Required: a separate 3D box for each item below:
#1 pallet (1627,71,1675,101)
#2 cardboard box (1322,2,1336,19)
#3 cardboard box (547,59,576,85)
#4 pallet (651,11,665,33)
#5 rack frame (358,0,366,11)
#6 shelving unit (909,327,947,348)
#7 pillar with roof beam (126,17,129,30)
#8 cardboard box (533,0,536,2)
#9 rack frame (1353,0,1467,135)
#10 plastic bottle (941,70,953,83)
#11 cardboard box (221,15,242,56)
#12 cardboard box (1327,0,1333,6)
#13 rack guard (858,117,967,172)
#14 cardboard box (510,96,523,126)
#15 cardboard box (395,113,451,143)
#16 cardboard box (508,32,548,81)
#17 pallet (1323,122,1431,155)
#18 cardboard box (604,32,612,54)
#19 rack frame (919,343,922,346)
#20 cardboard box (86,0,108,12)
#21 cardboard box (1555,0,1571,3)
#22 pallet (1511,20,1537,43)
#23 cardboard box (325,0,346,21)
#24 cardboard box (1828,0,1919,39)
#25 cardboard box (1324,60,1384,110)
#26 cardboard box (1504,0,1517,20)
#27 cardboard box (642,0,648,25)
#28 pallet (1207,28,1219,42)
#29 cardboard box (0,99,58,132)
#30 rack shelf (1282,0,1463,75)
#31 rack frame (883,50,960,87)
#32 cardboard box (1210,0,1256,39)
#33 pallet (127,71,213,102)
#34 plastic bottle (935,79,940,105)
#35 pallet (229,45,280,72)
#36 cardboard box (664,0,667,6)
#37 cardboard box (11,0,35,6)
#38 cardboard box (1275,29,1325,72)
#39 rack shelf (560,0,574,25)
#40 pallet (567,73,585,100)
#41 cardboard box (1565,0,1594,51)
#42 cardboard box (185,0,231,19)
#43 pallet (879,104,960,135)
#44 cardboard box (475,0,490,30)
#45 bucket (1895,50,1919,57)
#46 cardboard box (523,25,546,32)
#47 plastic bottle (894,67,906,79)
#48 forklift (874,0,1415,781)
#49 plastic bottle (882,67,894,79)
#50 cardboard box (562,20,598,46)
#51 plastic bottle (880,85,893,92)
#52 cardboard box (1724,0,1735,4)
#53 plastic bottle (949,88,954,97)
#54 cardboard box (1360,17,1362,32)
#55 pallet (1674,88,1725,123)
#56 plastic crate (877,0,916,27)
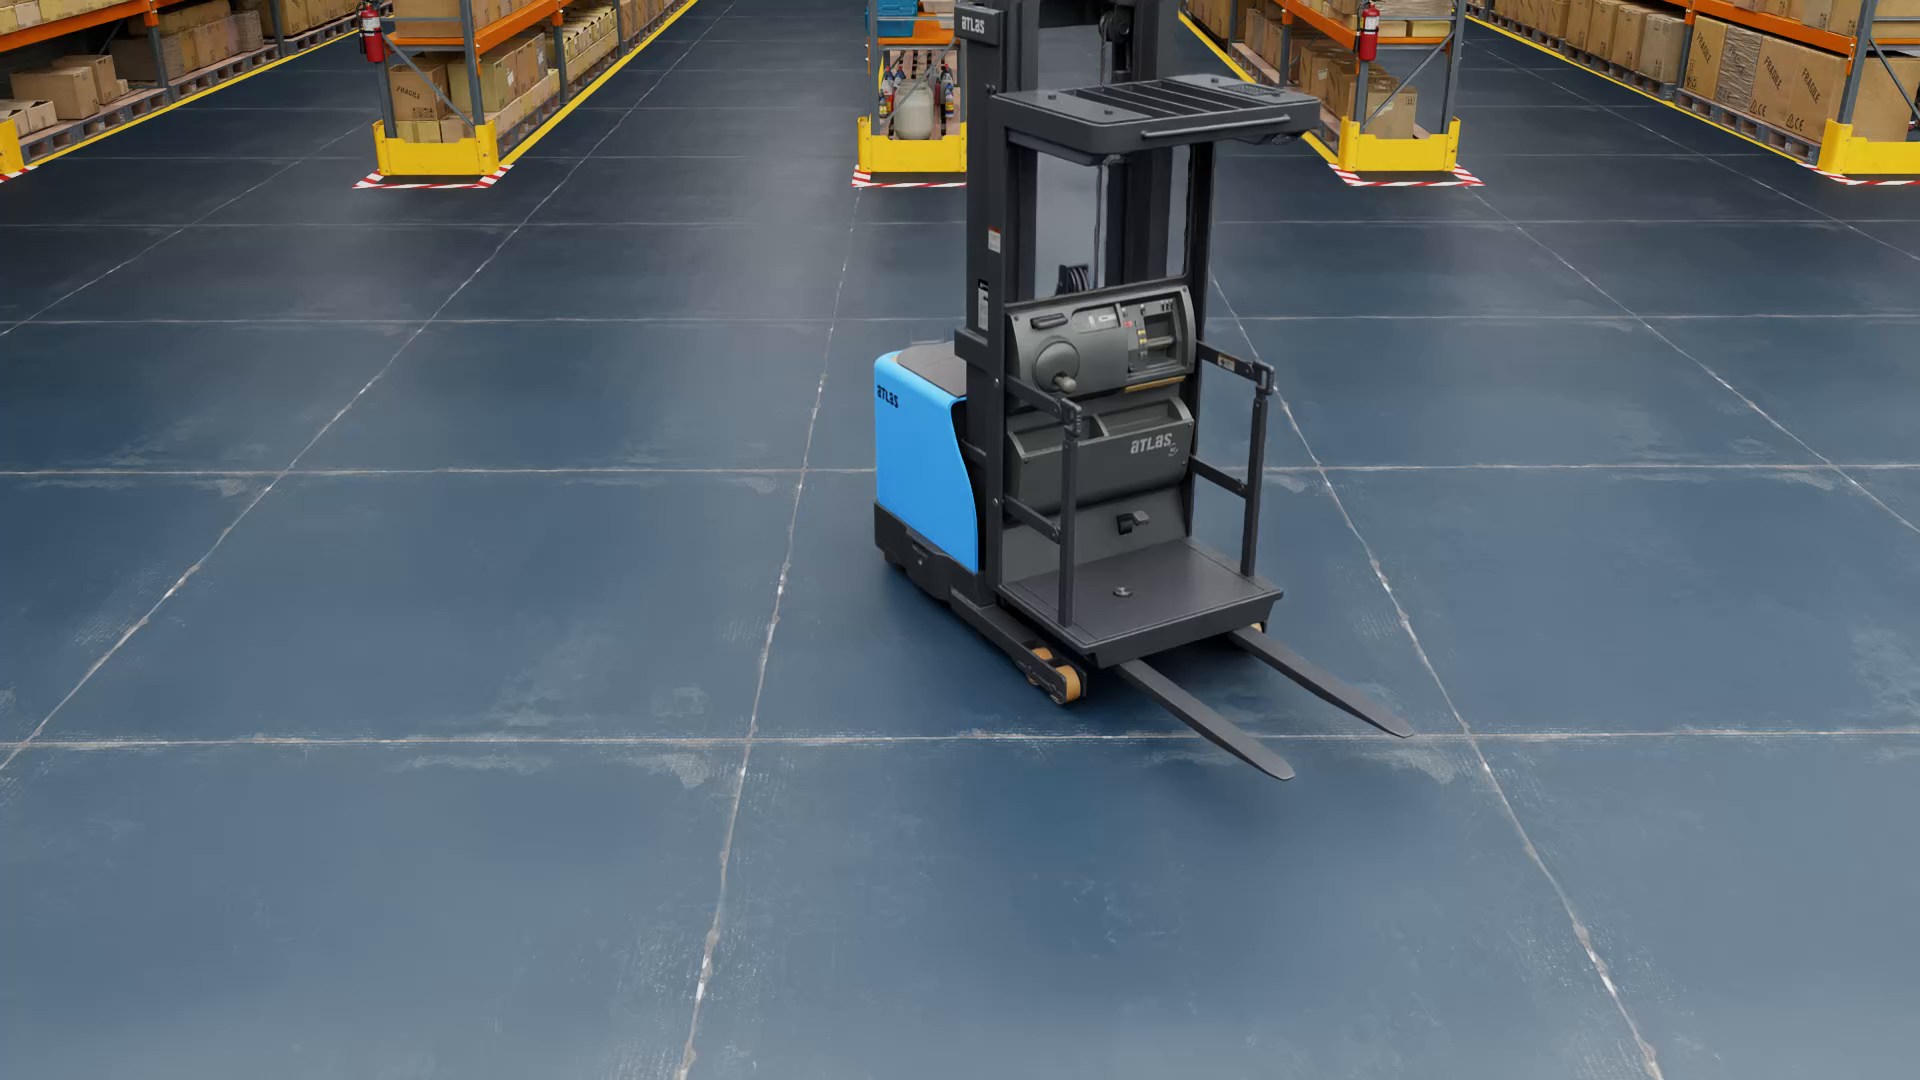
[{"bbox_3d":[9.375,-5.895,21.528,1.003,0.211,1.213,0,24,-1],"label":"pallet"},{"bbox_3d":[4.211,-5.839,18.325,0.380,0.149,0.250,0,24,-1],"label":"cardboard box"},{"bbox_3d":[-5.164,-5.930,21.049,0.500,0.250,0.500,-1,24,-2],"label":"cardboard box"},{"bbox_3d":[-5.448,-8.515,27.322,1.003,0.211,1.213,0,24,-1],"label":"pallet"},{"bbox_3d":[-10.448,-10.097,27.435,1.000,3.000,0.127,0,24,-1],"label":"rack frame"},{"bbox_3d":[-0.138,-0.572,8.741,0.215,1.050,0.252,-5,25,-12],"label":"shelving unit"},{"bbox_3d":[-6.950,-10.662,21.405,9.100,9.000,0.400,0,24,-1],"label":"pillar with roof beam"},{"bbox_3d":[-5.396,-6.687,19.775,0.700,0.500,0.500,-1,24,-2],"label":"cardboard box"},{"bbox_3d":[4.542,-5.219,16.650,1.000,3.000,0.127,0,24,-1],"label":"rack frame"},{"bbox_3d":[-0.153,-5.363,19.647,0.144,0.351,0.185,0,24,-1],"label":"plastic bottle"},{"bbox_3d":[-10.455,-7.001,23.090,0.700,0.500,0.500,0,24,-1],"label":"cardboard box"},{"bbox_3d":[4.476,-6.039,17.980,0.875,0.500,0.500,0,24,-1],"label":"cardboard box"},{"bbox_3d":[-0.458,-4.089,17.185,1.175,0.500,0.348,0,24,-1],"label":"rack guard"},{"bbox_3d":[-5.161,-4.749,18.437,0.500,0.250,0.500,0,24,-1],"label":"cardboard box"},{"bbox_3d":[-5.665,-4.334,17.521,0.500,0.250,0.500,0,24,-1],"label":"cardboard box"},{"bbox_3d":[-5.190,-5.709,19.649,0.500,0.500,0.500,0,24,-1],"label":"cardboard box"},{"bbox_3d":[4.568,-4.315,18.034,1.003,0.211,1.213,0,24,-1],"label":"pallet"},{"bbox_3d":[-5.192,-6.983,23.377,0.500,0.250,0.500,-1,24,-1],"label":"cardboard box"},{"bbox_3d":[-0.110,-0.523,8.633,0.200,1.050,0.008,-5,25,-12],"label":"rack frame"},{"bbox_3d":[-10.034,-6.135,18.833,0.500,0.250,0.500,0,24,-1],"label":"cardboard box"},{"bbox_3d":[9.146,-8.171,24.791,0.500,0.250,0.500,-1,24,-2],"label":"cardboard box"},{"bbox_3d":[9.398,-8.049,26.291,1.003,0.211,1.213,0,24,-1],"label":"pallet"},{"bbox_3d":[-10.298,-8.676,26.391,0.750,0.750,0.750,0,24,1],"label":"cardboard box"},{"bbox_3d":[9.454,-5.421,16.914,0.875,0.550,0.550,0,24,-1],"label":"cardboard box"},{"bbox_3d":[4.562,-5.263,19.272,0.500,0.500,0.500,-2,24,-5],"label":"cardboard box"},{"bbox_3d":[9.122,-8.673,26.811,0.500,0.500,0.500,1,24,2],"label":"cardboard box"},{"bbox_3d":[-5.193,-8.361,26.095,0.500,0.500,0.500,-1,24,-2],"label":"cardboard box"},{"bbox_3d":[4.511,-8.072,26.341,1.003,0.211,1.213,0,24,-1],"label":"pallet"},{"bbox_3d":[-10.241,-4.648,18.116,0.500,0.311,0.500,2,24,4],"label":"cardboard box"},{"bbox_3d":[4.520,-5.716,18.620,1.077,0.370,4.000,0,24,-1],"label":"rack shelf"},{"bbox_3d":[-0.454,-6.845,20.245,1.000,3.000,0.127,0,24,-1],"label":"rack frame"},{"bbox_3d":[4.468,-8.023,24.919,1.225,0.875,0.875,-1,24,-3],"label":"cardboard box"},{"bbox_3d":[-10.371,-5.851,21.431,1.003,0.211,1.213,0,24,-1],"label":"pallet"},{"bbox_3d":[-0.262,-5.264,19.512,0.061,0.283,0.133,0,24,-1],"label":"plastic bottle"},{"bbox_3d":[-10.397,-6.856,23.654,1.003,0.211,1.213,0,24,-1],"label":"pallet"},{"bbox_3d":[-5.283,-9.270,28.336,0.500,0.311,0.500,0,24,-1],"label":"cardboard box"},{"bbox_3d":[-10.017,-5.837,17.263,0.500,0.500,0.500,0,24,0],"label":"cardboard box"},{"bbox_3d":[4.527,-6.379,21.713,0.700,0.500,0.500,0,24,-1],"label":"cardboard box"},{"bbox_3d":[-5.429,-7.321,22.170,1.077,0.370,4.000,0,24,-1],"label":"rack shelf"},{"bbox_3d":[-5.454,-5.857,21.445,1.003,0.211,1.213,0,24,-1],"label":"pallet"},{"bbox_3d":[9.332,-7.411,23.717,1.050,0.750,0.750,-1,24,-1],"label":"cardboard box"},{"bbox_3d":[-10.401,-7.321,22.886,0.500,0.250,0.500,0,24,0],"label":"cardboard box"},{"bbox_3d":[-0.472,-4.794,19.093,1.003,0.211,1.213,0,24,-1],"label":"pallet"},{"bbox_3d":[-5.367,-5.631,17.438,0.700,0.500,0.500,0,24,1],"label":"cardboard box"},{"bbox_3d":[11.766,-6.004,20.512,0.726,0.611,0.620,8,16,18],"label":"bucket"},{"bbox_3d":[-5.713,-6.604,21.859,0.500,0.311,0.500,0,24,-1],"label":"cardboard box"},{"bbox_3d":[-0.716,-5.505,19.962,0.144,0.351,0.185,0,24,-1],"label":"plastic bottle"},{"bbox_3d":[0.739,-0.843,7.056,1.130,2.935,3.031,-13,28,-27],"label":"forklift"},{"bbox_3d":[-0.860,-5.504,19.961,0.144,0.351,0.185,0,24,1],"label":"plastic bottle"},{"bbox_3d":[-5.181,-6.823,22.344,0.500,0.311,0.500,0,24,1],"label":"cardboard box"},{"bbox_3d":[-0.846,-5.072,19.097,0.152,0.276,0.135,-1,24,-2],"label":"plastic bottle"},{"bbox_3d":[9.504,-6.538,19.384,0.875,0.550,0.550,0,24,-1],"label":"cardboard box"},{"bbox_3d":[-0.103,-5.002,18.931,0.061,0.283,0.133,0,24,0],"label":"plastic bottle"},{"bbox_3d":[4.330,-5.324,17.187,0.380,0.149,0.250,0,24,-1],"label":"cardboard box"},{"bbox_3d":[9.389,-5.264,20.133,1.003,0.211,1.213,0,24,-1],"label":"pallet"},{"bbox_3d":[-0.717,-5.602,17.676,0.499,0.251,0.408,0,24,-1],"label":"plastic crate"}]
